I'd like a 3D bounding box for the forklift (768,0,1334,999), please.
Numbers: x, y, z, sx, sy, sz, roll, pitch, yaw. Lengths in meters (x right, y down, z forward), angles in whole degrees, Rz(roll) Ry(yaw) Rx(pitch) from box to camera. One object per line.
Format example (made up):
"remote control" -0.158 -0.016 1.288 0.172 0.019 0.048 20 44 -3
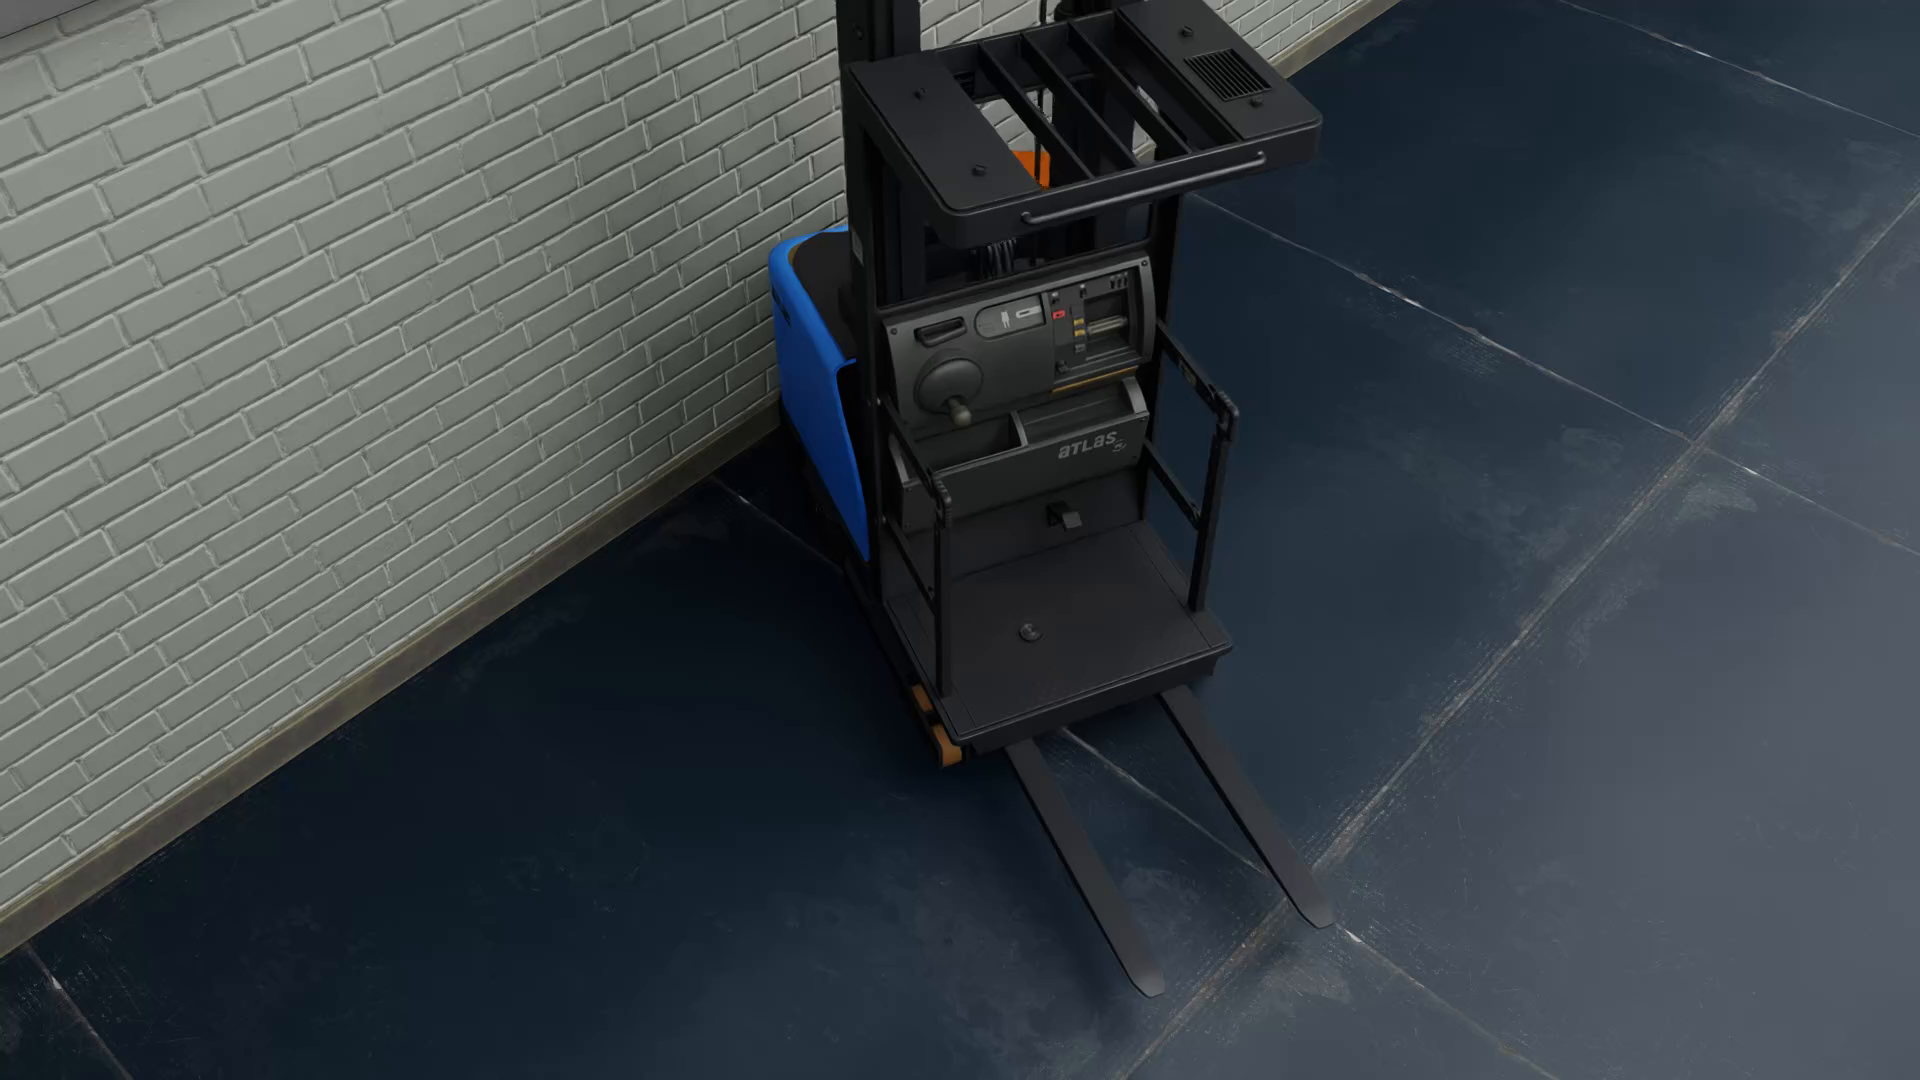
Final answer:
"forklift" 0.293 -0.550 5.255 1.130 2.935 3.031 -17 49 -16

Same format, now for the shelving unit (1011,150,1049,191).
"shelving unit" 0.263 -1.184 7.036 0.503 1.200 0.258 5 46 5

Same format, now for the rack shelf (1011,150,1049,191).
"rack shelf" 0.264 -1.458 6.754 0.480 0.148 0.258 5 46 5
